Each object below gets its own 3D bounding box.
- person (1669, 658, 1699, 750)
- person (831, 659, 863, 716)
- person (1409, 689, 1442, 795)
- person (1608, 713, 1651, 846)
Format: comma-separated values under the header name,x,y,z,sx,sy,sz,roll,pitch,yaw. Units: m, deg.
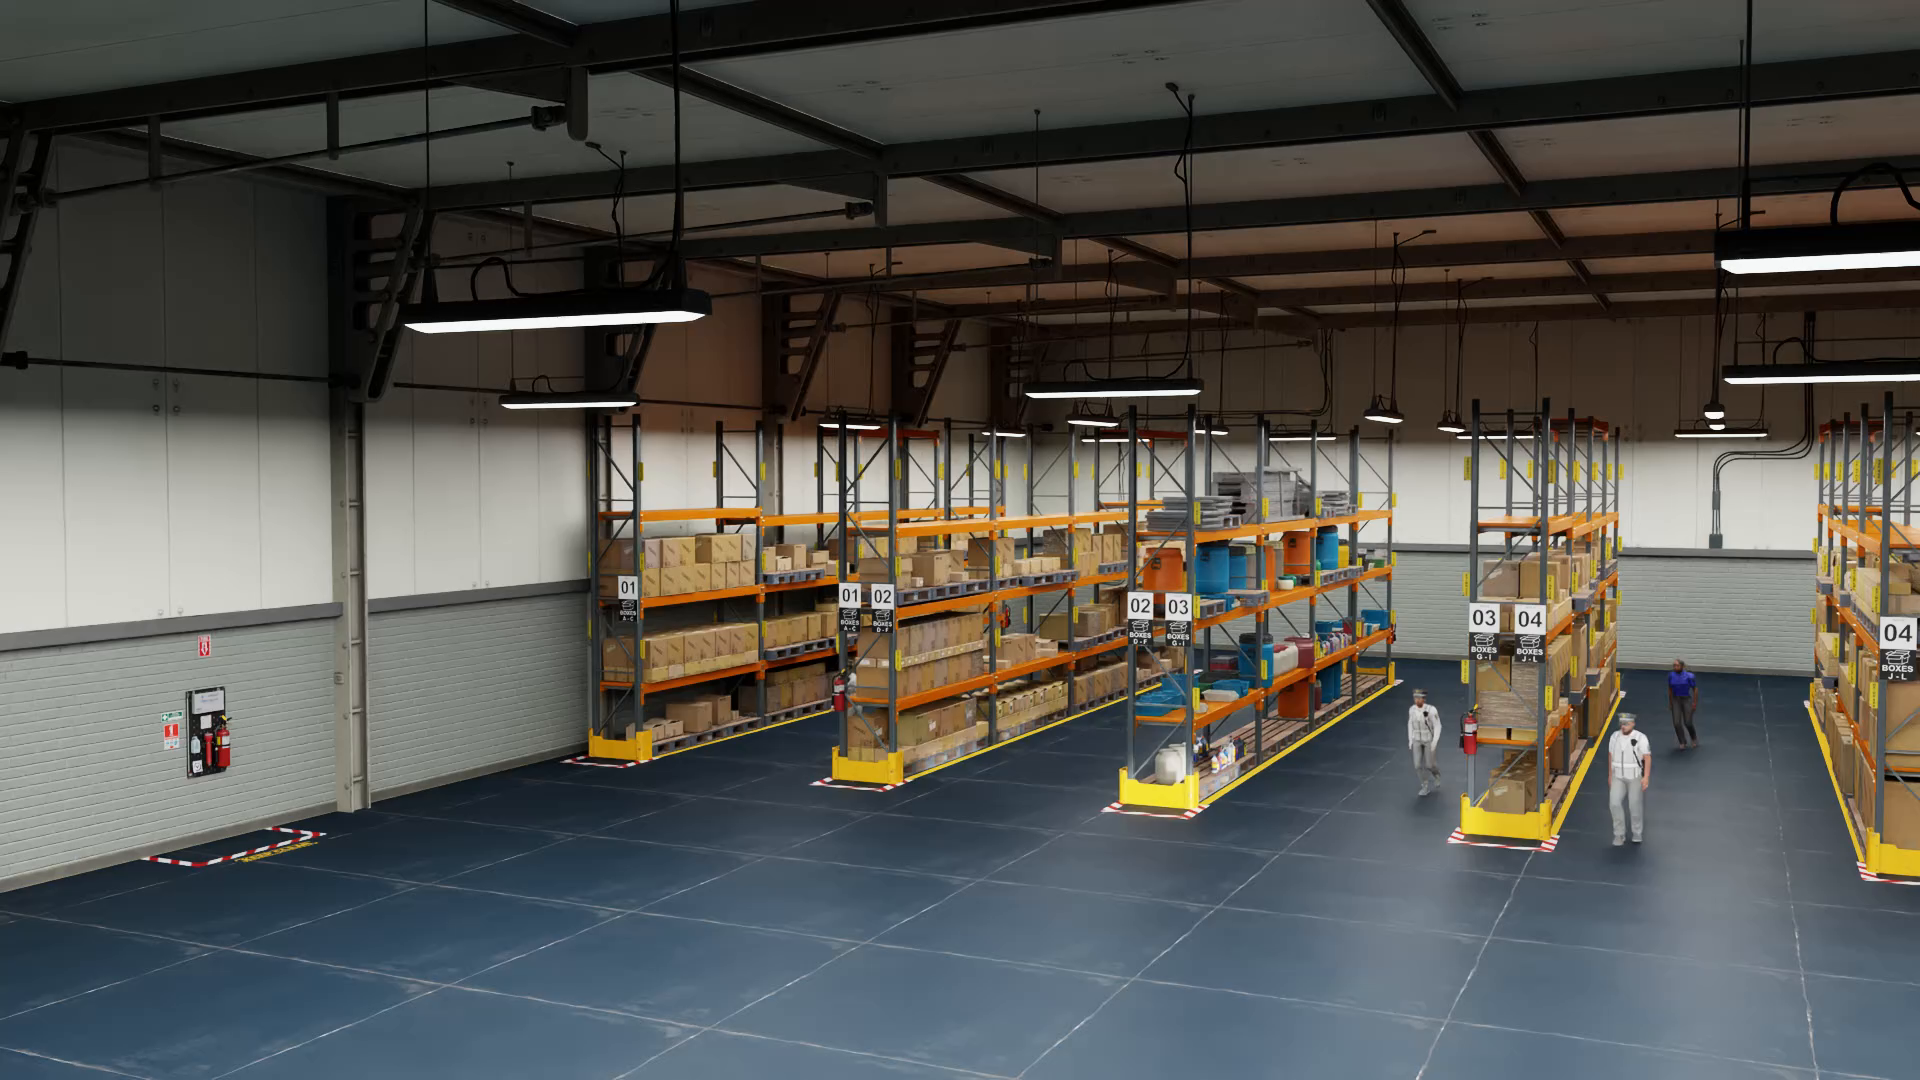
name,x,y,z,sx,sy,sz,roll,pitch,yaw
person,13.095,2.952,30.093,0.522,1.640,0.486,2,3,42
person,-2.077,2.957,29.603,0.558,1.659,0.733,2,3,43
person,7.255,3.120,25.885,0.548,1.648,0.588,2,3,39
person,9.004,3.231,22.399,0.599,1.818,0.571,2,3,42
